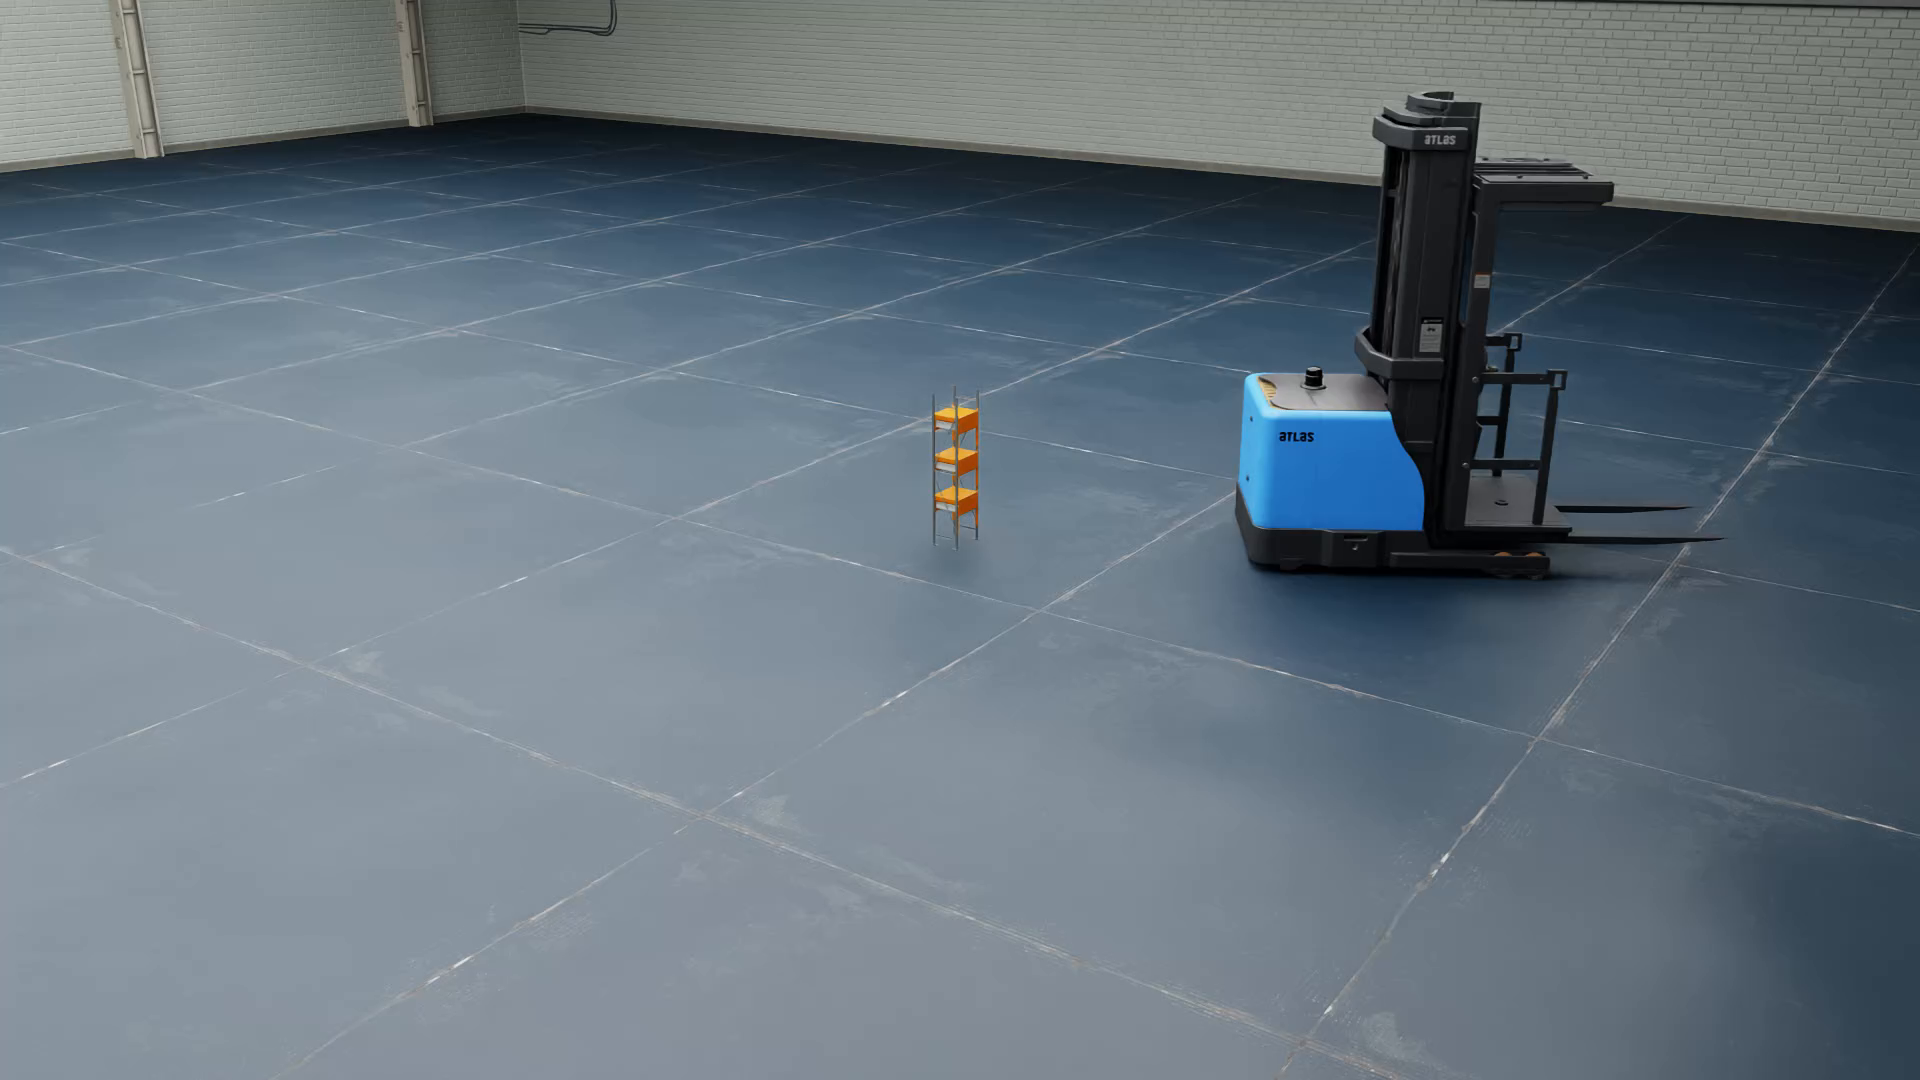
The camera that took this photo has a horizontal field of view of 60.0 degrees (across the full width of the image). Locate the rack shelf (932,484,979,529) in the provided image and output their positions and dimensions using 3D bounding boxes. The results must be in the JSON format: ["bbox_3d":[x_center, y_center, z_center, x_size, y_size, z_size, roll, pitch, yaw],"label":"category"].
[{"bbox_3d":[-0.030,-0.206,11.141,0.215,0.259,0.240,13,24,32],"label":"rack shelf"}]

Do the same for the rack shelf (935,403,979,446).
[{"bbox_3d":[-0.030,-0.733,10.947,0.215,0.259,0.240,13,24,32],"label":"rack shelf"}]

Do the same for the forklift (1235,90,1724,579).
[{"bbox_3d":[3.401,-1.314,10.592,3.031,2.935,1.130,1,20,2],"label":"forklift"}]

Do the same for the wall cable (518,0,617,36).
[{"bbox_3d":[-8.448,-11.967,35.121,3.097,2.526,0.112,13,24,32],"label":"wall cable"}]

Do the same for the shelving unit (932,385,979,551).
[{"bbox_3d":[-0.030,-0.477,11.041,0.215,1.050,0.252,13,24,32],"label":"shelving unit"}]

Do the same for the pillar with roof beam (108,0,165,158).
[{"bbox_3d":[-11.010,-10.275,26.071,9.100,9.000,0.400,13,24,32],"label":"pillar with roof beam"}]

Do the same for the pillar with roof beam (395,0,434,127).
[{"bbox_3d":[-7.637,-11.996,30.725,9.100,9.000,0.400,13,24,32],"label":"pillar with roof beam"}]

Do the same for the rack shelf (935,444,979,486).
[{"bbox_3d":[-0.030,-0.467,11.045,0.215,0.259,0.240,13,24,32],"label":"rack shelf"}]

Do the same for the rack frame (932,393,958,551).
[{"bbox_3d":[-0.099,-0.442,10.947,0.200,1.050,0.008,13,24,32],"label":"rack frame"}]

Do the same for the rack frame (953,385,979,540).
[{"bbox_3d":[0.038,-0.512,11.136,0.200,1.050,0.008,13,24,32],"label":"rack frame"}]
